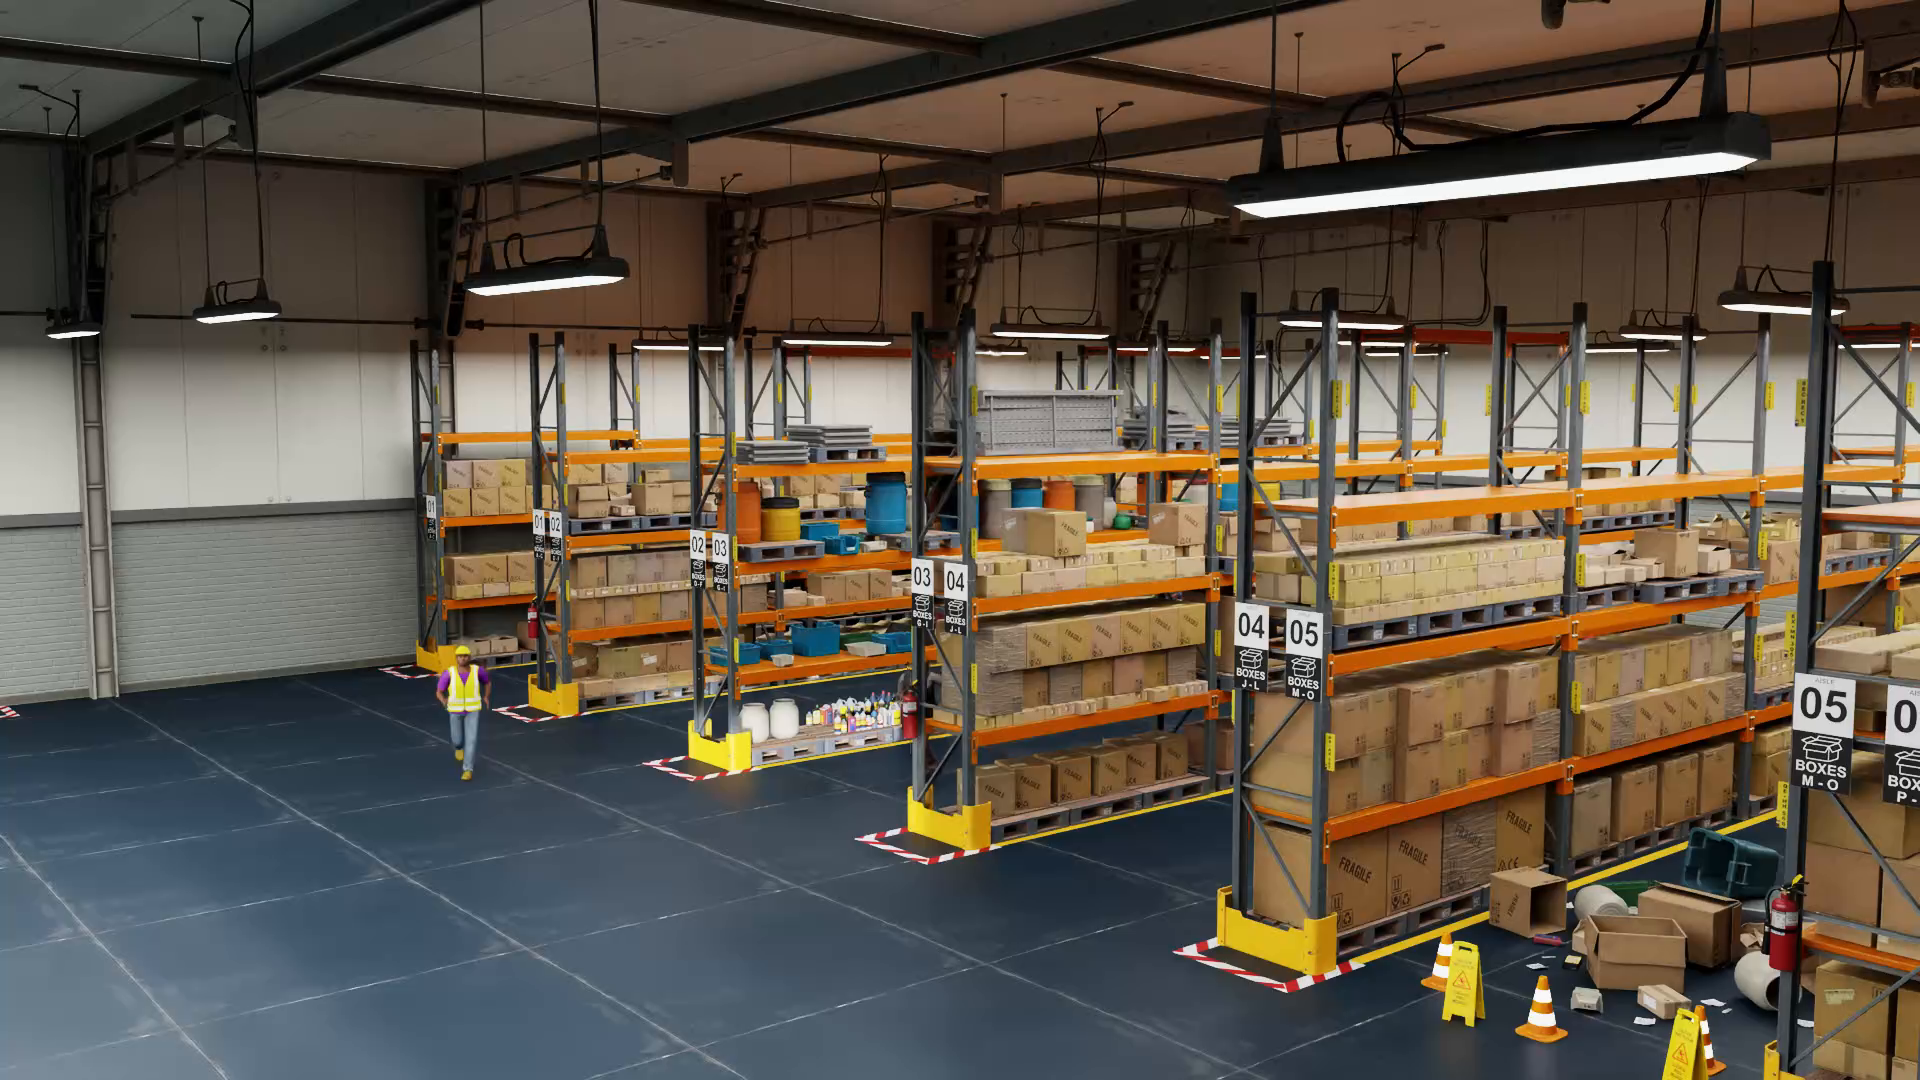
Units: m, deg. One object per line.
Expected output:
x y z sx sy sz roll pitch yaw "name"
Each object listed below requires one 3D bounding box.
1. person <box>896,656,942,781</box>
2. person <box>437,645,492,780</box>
-0.494 2.342 21.401 0.625 1.791 0.830 4 6 34 "person"
-6.558 2.262 22.028 0.703 1.749 0.895 -2 6 -18 "person"
